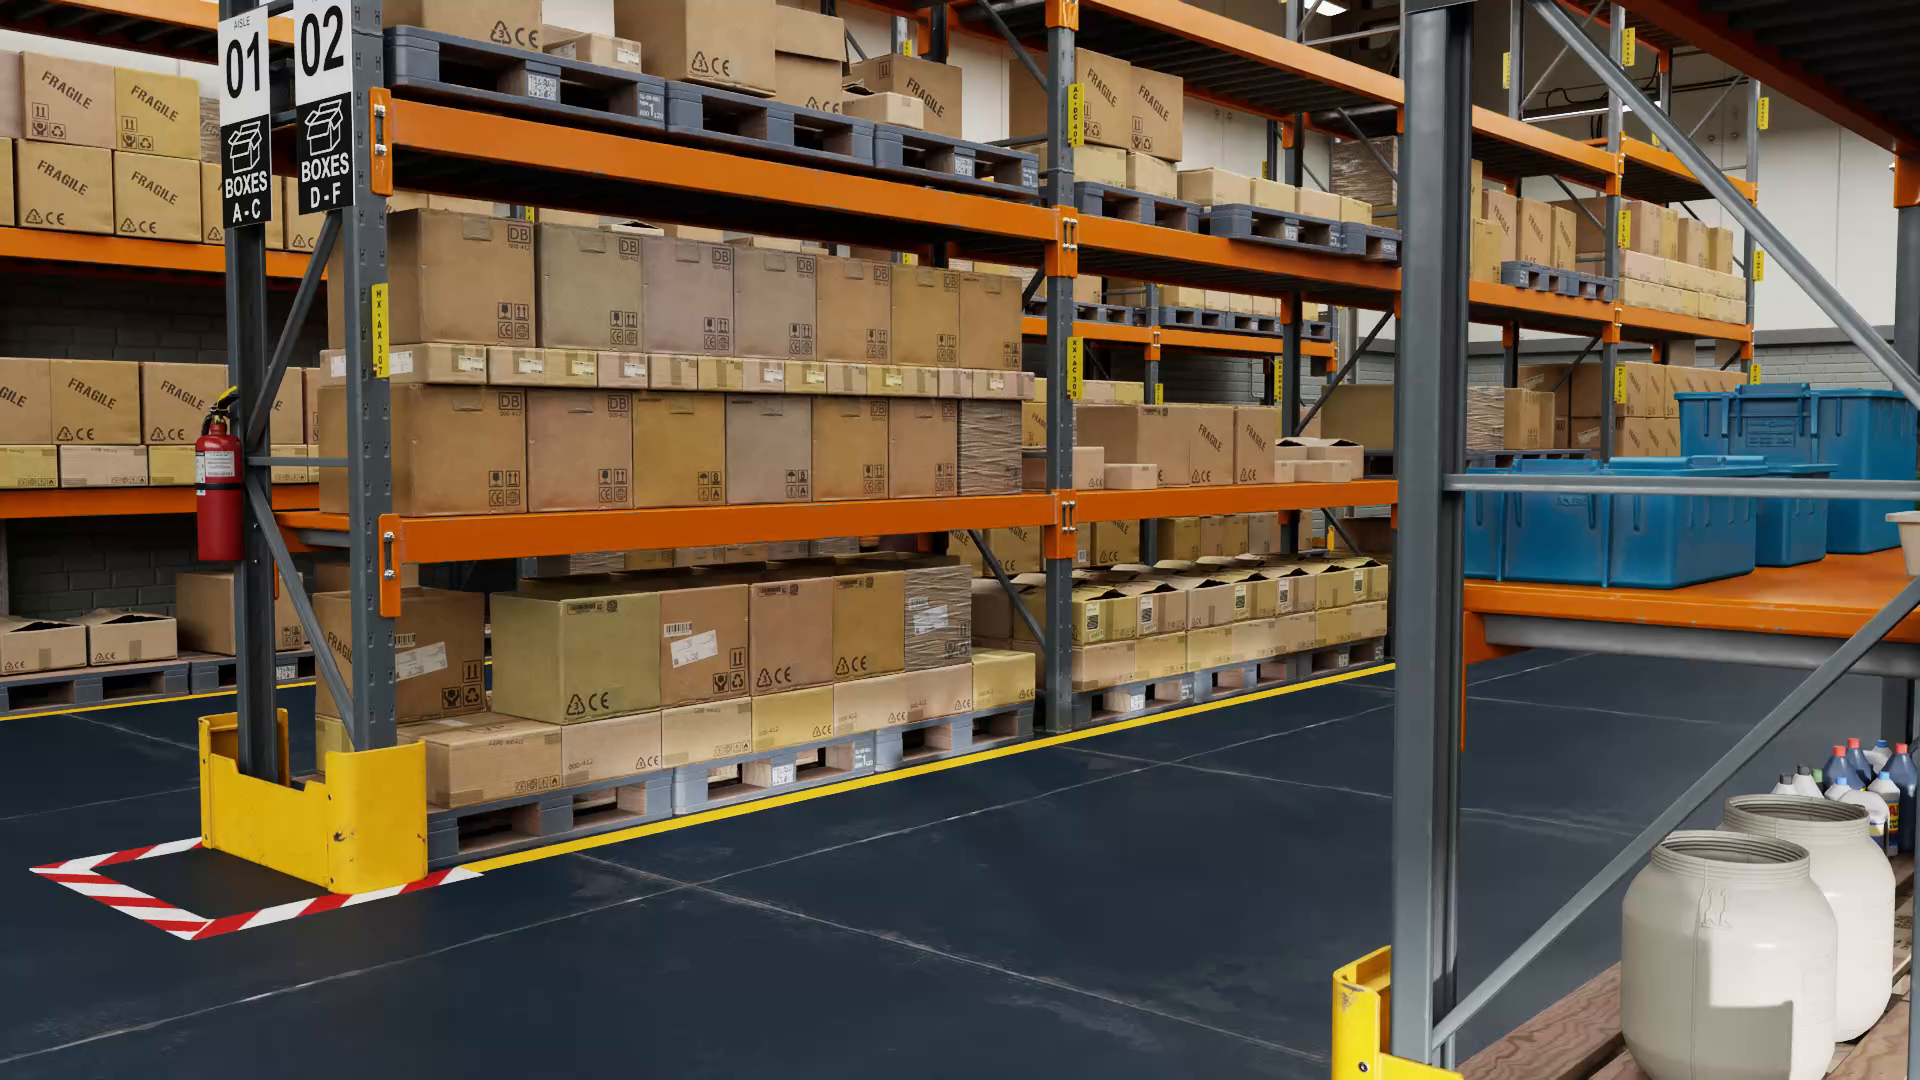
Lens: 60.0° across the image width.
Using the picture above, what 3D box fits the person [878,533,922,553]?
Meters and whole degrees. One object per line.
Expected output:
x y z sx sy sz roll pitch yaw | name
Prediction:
-0.457 -0.098 13.263 0.467 1.782 0.575 3 5 40 | person
